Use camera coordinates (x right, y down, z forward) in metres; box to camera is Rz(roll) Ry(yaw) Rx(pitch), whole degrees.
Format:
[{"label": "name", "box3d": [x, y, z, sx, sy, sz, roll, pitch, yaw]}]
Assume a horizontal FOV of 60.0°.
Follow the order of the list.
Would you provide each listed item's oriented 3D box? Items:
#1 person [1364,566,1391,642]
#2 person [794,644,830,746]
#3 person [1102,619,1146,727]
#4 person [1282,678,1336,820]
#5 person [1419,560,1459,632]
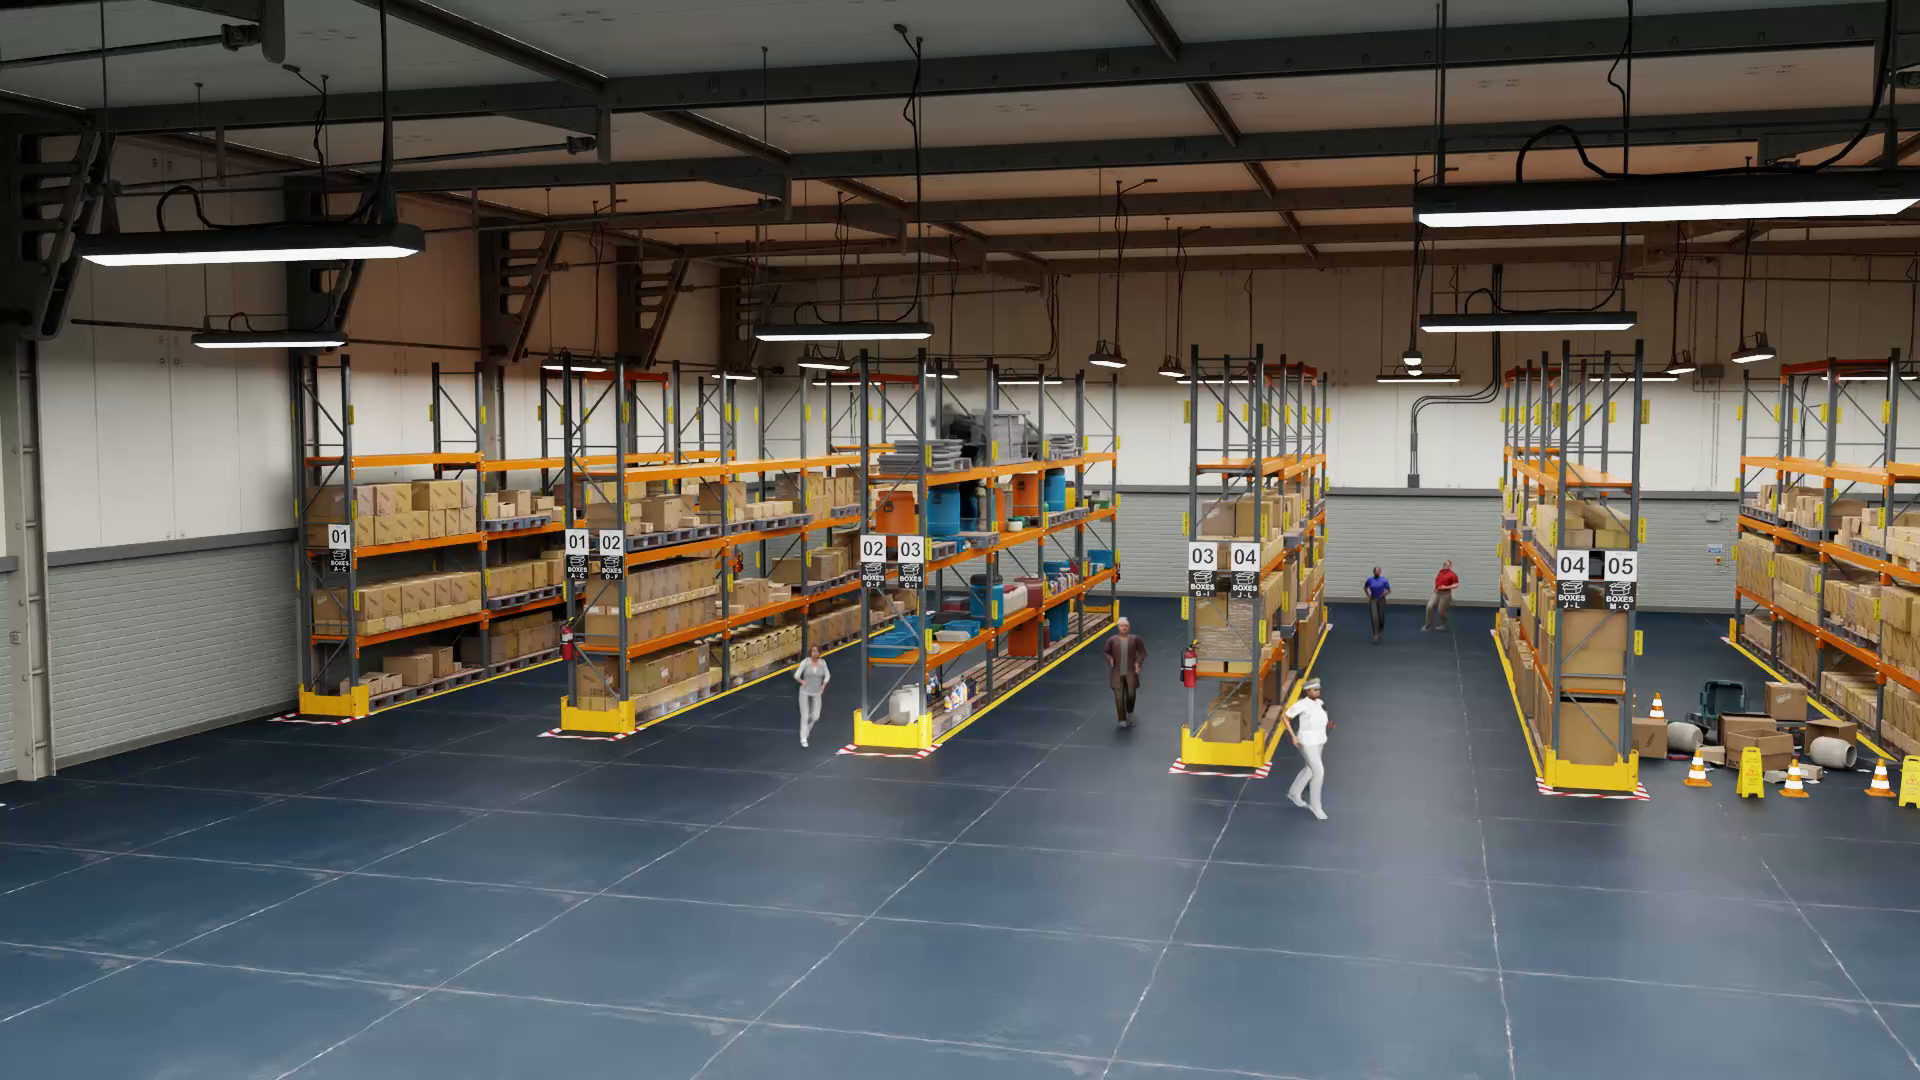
[{"label": "person", "box3d": [9.251, 1.396, 36.882, 0.589, 1.649, 0.858, 1, 4, 14]}, {"label": "person", "box3d": [-2.233, 2.349, 25.213, 0.557, 1.551, 0.570, -1, 4, -11]}, {"label": "person", "box3d": [2.626, 2.137, 26.611, 0.703, 1.729, 0.653, 0, 4, 6]}, {"label": "person", "box3d": [4.401, 2.595, 20.858, 0.548, 1.756, 0.749, -4, 6, -41]}, {"label": "person", "box3d": [11.152, 1.312, 38.393, 0.733, 1.725, 0.808, -3, 5, -32]}]
